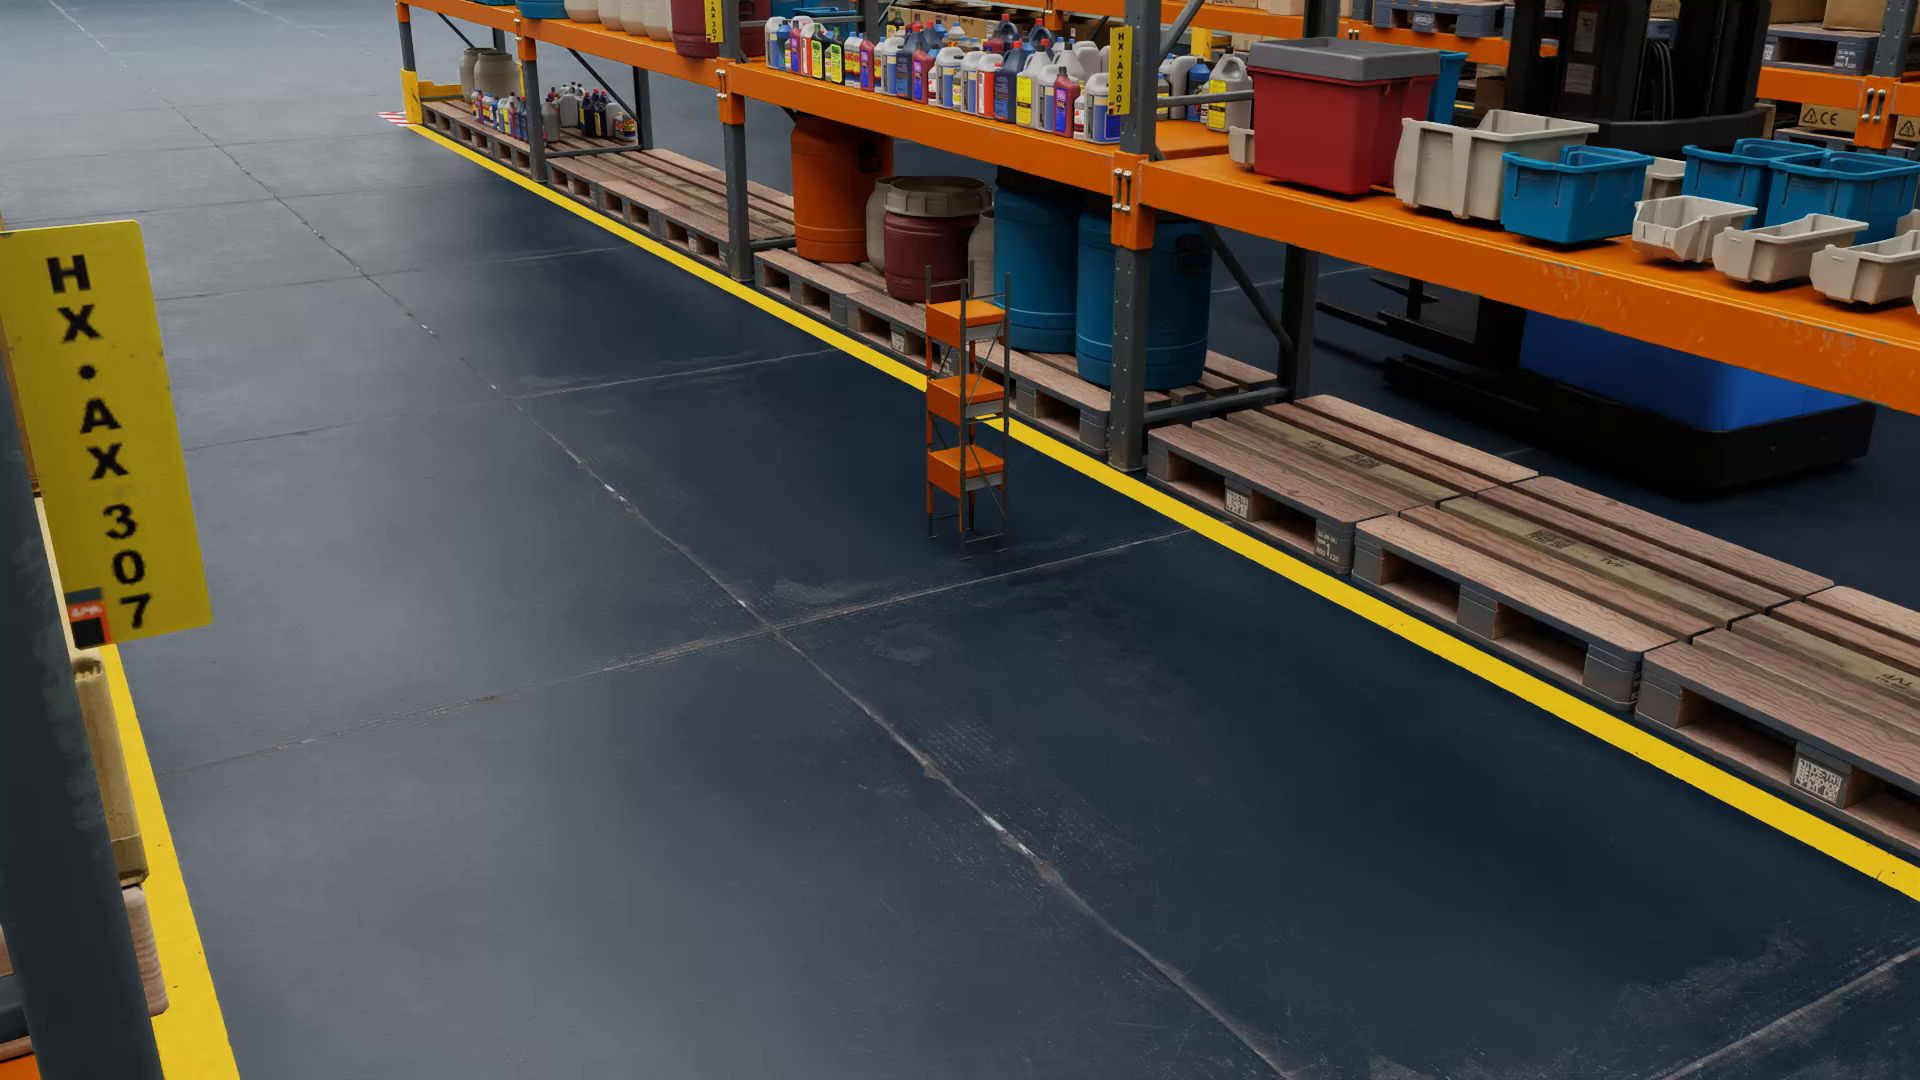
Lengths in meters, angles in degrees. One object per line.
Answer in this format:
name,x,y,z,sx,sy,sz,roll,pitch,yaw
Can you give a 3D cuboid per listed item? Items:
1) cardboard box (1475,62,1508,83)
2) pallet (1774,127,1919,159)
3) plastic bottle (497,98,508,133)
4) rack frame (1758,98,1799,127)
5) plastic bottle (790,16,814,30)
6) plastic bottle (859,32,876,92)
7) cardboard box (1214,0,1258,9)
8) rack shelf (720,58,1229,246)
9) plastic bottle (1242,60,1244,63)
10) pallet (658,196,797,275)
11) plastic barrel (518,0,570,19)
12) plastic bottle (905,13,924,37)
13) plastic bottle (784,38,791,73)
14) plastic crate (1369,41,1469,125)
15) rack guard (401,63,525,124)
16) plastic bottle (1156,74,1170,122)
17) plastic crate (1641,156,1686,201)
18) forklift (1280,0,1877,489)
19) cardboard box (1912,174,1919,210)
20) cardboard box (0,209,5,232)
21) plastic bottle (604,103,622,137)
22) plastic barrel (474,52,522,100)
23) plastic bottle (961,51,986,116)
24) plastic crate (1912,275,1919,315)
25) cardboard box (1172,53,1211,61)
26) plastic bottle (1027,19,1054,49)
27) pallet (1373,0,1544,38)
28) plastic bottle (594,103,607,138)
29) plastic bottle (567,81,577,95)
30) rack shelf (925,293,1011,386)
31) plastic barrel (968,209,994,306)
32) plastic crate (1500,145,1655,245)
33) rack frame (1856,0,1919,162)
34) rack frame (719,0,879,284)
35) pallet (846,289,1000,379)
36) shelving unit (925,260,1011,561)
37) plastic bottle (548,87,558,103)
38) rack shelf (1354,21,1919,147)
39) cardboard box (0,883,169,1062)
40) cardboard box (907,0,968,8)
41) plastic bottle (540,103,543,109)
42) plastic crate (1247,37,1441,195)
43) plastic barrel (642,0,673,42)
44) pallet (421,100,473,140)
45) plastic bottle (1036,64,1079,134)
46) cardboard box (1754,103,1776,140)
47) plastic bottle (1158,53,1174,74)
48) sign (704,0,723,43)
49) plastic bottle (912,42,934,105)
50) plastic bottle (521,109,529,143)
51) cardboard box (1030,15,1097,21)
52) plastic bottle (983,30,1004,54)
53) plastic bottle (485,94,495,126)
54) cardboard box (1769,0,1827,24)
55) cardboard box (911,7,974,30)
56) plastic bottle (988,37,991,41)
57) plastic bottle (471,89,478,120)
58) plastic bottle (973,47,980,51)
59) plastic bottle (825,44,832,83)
cardboard box,5.910,-5.085,17.575,0.700,0.500,0.500,-12,25,-26
pallet,7.901,-3.418,14.441,1.003,0.211,1.213,-13,25,-28
plastic bottle,-3.916,-3.684,14.425,0.152,0.276,0.135,-12,25,-27
rack frame,7.563,-4.980,14.580,1.000,3.000,0.127,-13,25,-28
plastic bottle,-0.880,-2.844,9.489,0.152,0.276,0.135,-13,25,-28
plastic bottle,-0.460,-2.435,8.474,0.061,0.283,0.133,-13,25,-28
cardboard box,2.435,-4.612,13.542,0.500,0.500,0.500,-14,26,-31
rack shelf,0.068,-2.094,8.434,1.077,0.370,4.000,-13,25,-28
plastic bottle,1.201,-1.969,7.328,0.061,0.283,0.133,-13,25,-28
pallet,-1.316,-2.041,11.052,1.003,0.211,1.213,-13,25,-28
plastic barrel,-3.060,-4.418,12.532,0.600,0.901,0.708,-13,25,-28
plastic bottle,-0.263,-2.897,9.609,0.061,0.283,0.133,-13,25,-28
plastic bottle,-0.925,-2.706,9.248,0.097,0.201,0.097,0,22,0
plastic crate,1.621,-1.714,6.487,0.392,0.384,0.575,-13,25,-28
rack guard,-4.961,-4.490,16.695,1.175,0.500,0.348,-13,25,-28
plastic bottle,0.896,-1.999,7.510,0.097,0.201,0.097,0,22,0
plastic crate,2.237,-1.179,5.500,0.293,0.136,0.466,-13,25,-28
forklift,2.730,-2.079,7.534,1.130,2.935,3.031,-11,24,-25
cardboard box,5.312,-1.980,9.935,0.500,0.500,0.500,-14,26,-31
cardboard box,-4.877,-1.104,7.309,1.225,0.875,0.875,-14,26,-31
plastic bottle,-2.972,-3.598,14.213,0.152,0.276,0.135,-12,25,-26
plastic barrel,-4.382,-4.345,15.765,0.421,0.512,0.421,0,22,0
plastic bottle,0.097,-2.112,7.690,0.152,0.276,0.135,-13,25,-28
plastic crate,2.560,-0.619,4.122,0.396,0.136,0.243,-13,25,-28
cardboard box,1.988,-4.258,15.153,0.500,0.311,0.500,-12,25,-27
plastic bottle,0.411,-2.470,8.470,0.144,0.351,0.185,-13,25,-28
pallet,3.713,-3.731,11.762,1.213,0.211,1.003,-13,25,-28
plastic bottle,-3.063,-3.581,14.161,0.061,0.283,0.133,-13,25,-28
plastic bottle,-3.461,-3.946,14.969,0.144,0.351,0.185,-11,25,-26
rack shelf,0.027,-0.722,5.968,0.215,0.259,0.240,-13,25,-28
plastic barrel,0.253,-1.430,8.592,0.421,0.512,0.421,0,22,0
plastic crate,1.863,-1.050,5.055,0.416,0.233,0.300,-13,25,-28
rack frame,5.350,-2.731,9.047,1.000,3.000,0.127,-13,25,-28
rack frame,-0.954,-3.074,9.891,1.000,3.000,0.127,-13,25,-28
pallet,0.104,-1.141,8.838,1.003,0.211,1.213,-13,25,-28
shelving unit,0.027,-0.469,6.071,0.215,1.050,0.252,-13,25,-28
plastic bottle,-3.711,-3.992,15.172,0.061,0.283,0.133,-13,25,-28
rack shelf,4.328,-3.045,10.775,1.077,0.370,4.000,-13,25,-28
cardboard box,-1.023,0.406,1.663,0.380,0.149,0.250,-12,25,-28
cardboard box,-0.250,-5.767,18.615,0.500,0.500,0.500,-13,25,-28
plastic bottle,-3.557,-3.563,14.127,0.152,0.276,0.135,-13,25,-28
plastic crate,1.330,-1.500,5.853,0.402,0.464,0.583,-13,25,-28
plastic barrel,-1.878,-3.554,10.924,0.421,0.512,0.421,0,22,0
pallet,-4.551,-4.093,16.100,1.003,0.211,1.213,-13,25,-28
plastic bottle,0.424,-1.906,7.181,0.152,0.276,0.135,-13,25,-28
cardboard box,4.801,-2.651,10.590,0.500,0.250,0.500,-13,25,-28
plastic bottle,0.958,-2.104,7.676,0.097,0.271,0.097,0,22,0
sign,-1.423,-3.042,9.595,0.100,0.325,0.005,-13,25,-28
plastic bottle,-0.179,-2.257,8.036,0.061,0.283,0.133,-13,25,-28
plastic bottle,-3.574,-3.499,13.870,0.144,0.351,0.185,-13,26,-30
cardboard box,1.033,-4.960,16.628,0.500,0.500,0.500,-13,25,-28
plastic bottle,0.174,-2.514,8.667,0.061,0.283,0.133,-13,25,-28
plastic bottle,-4.156,-3.814,14.750,0.097,0.271,0.097,0,22,0
cardboard box,4.894,-3.379,9.950,0.700,0.500,0.500,-8,24,-20
cardboard box,-0.174,-5.346,17.580,0.500,0.500,0.500,-13,25,-28
plastic bottle,0.203,-2.601,8.883,0.061,0.283,0.133,-13,25,-28
plastic bottle,-4.382,-3.957,15.102,0.097,0.271,0.097,0,22,0
plastic bottle,0.076,-2.215,7.949,0.097,0.271,0.097,0,22,0
plastic bottle,-0.671,-2.544,8.851,0.097,0.201,0.097,0,22,0
